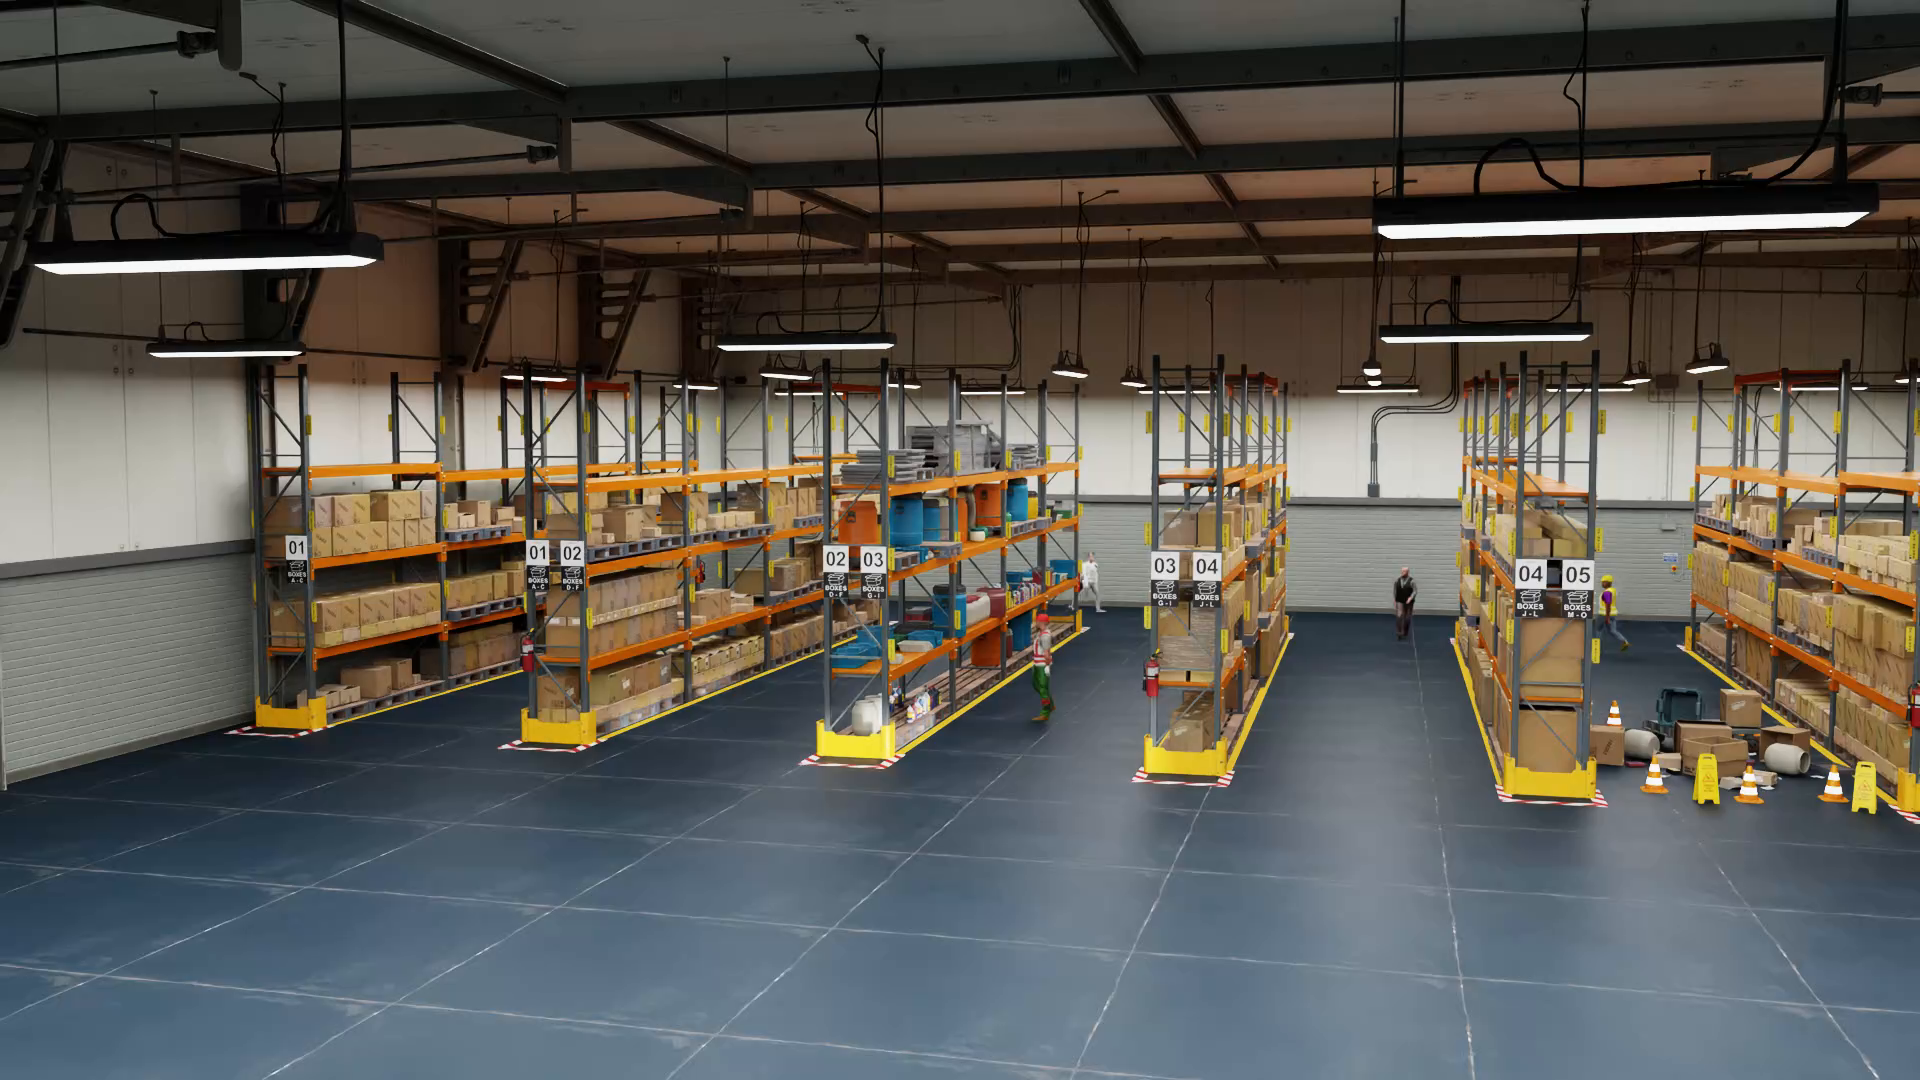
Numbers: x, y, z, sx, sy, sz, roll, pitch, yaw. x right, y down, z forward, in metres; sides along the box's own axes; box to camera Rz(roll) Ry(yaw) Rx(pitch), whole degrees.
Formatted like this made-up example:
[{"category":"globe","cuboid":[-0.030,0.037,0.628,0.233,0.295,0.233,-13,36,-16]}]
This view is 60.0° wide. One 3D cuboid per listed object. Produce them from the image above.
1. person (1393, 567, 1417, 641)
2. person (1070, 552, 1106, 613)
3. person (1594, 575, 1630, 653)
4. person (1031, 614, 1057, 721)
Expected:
[{"category":"person","cuboid":[10.426,1.495,38.945,0.548,1.726,0.940,1,4,15]},{"category":"person","cuboid":[3.426,1.126,44.301,0.972,1.628,0.568,3,5,34]},{"category":"person","cuboid":[14.204,1.630,36.322,0.496,1.723,0.907,-2,4,-25]},{"category":"person","cuboid":[1.441,2.143,28.220,0.433,1.789,0.613,0,4,-1]}]
